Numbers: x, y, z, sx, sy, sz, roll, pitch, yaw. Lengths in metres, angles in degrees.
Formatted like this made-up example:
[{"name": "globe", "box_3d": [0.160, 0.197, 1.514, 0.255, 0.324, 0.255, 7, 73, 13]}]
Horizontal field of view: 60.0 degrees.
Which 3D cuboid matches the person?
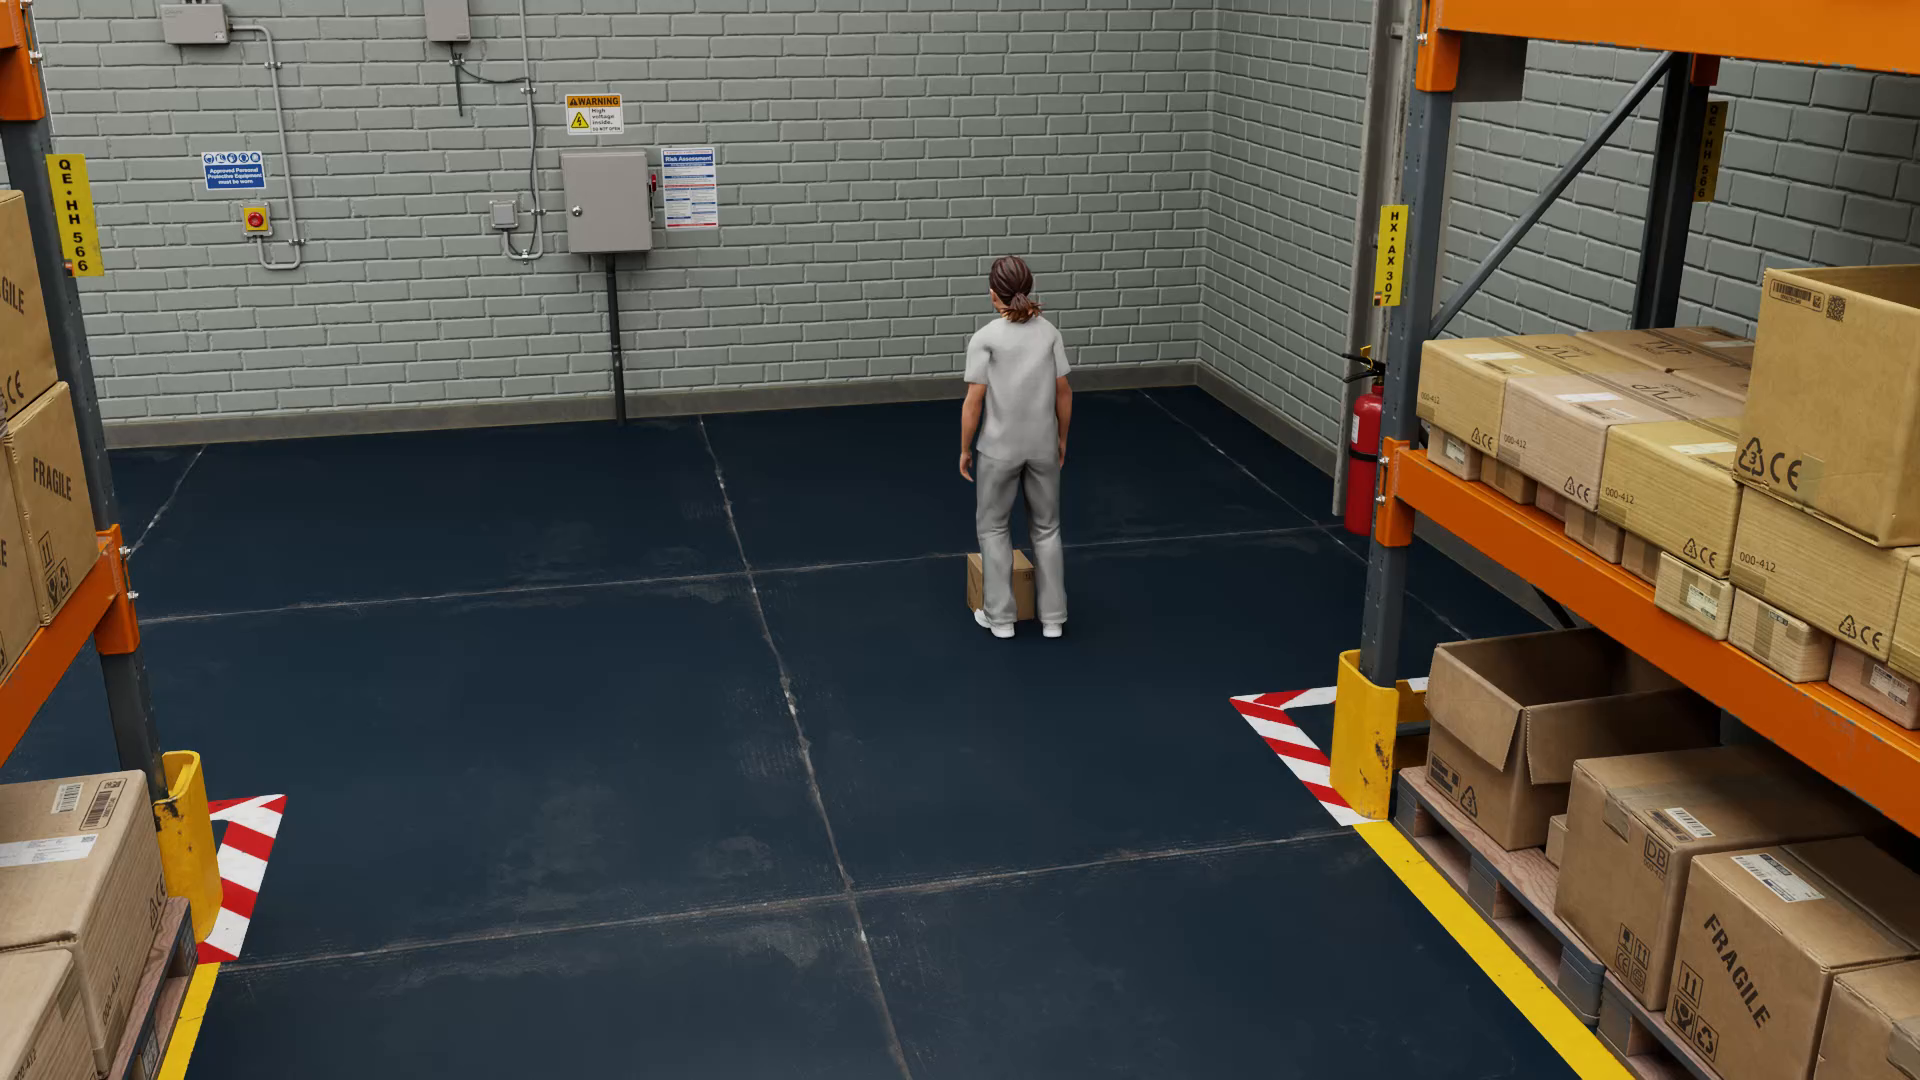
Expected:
[{"name": "person", "box_3d": [0.239, -0.385, 7.152, 0.514, 1.670, 0.409, -6, 20, -15]}]
